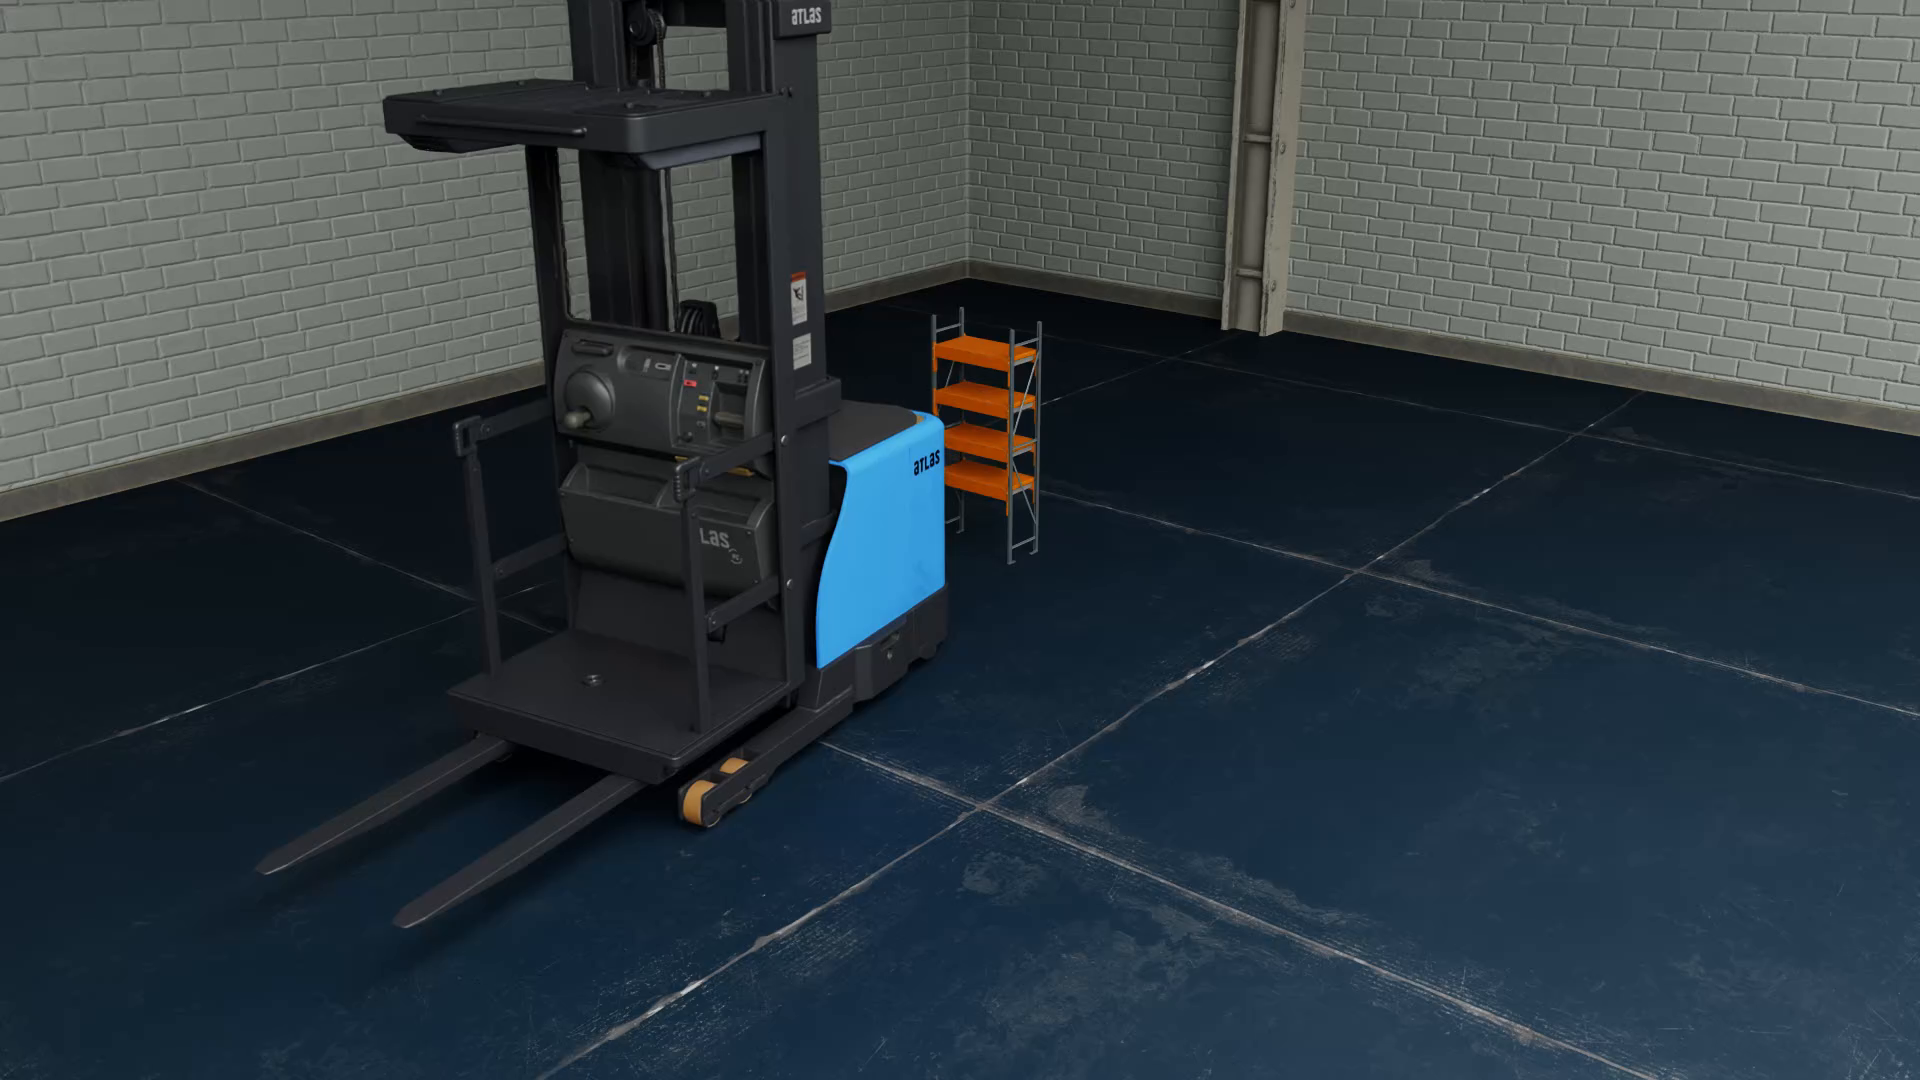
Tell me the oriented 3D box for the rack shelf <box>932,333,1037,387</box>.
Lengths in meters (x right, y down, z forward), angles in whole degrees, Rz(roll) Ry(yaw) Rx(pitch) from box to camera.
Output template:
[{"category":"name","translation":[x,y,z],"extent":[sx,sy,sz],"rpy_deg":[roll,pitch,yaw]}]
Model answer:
[{"category":"rack shelf","translation":[0.128,-0.892,8.220],"extent":[0.480,0.148,0.258],"rpy_deg":[16,26,36]}]

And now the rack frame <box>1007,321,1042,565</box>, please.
[{"category":"rack frame","translation":[0.317,-0.470,8.214],"extent":[0.015,1.200,0.240],"rpy_deg":[16,26,36]}]

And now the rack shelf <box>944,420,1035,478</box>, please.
[{"category":"rack shelf","translation":[0.128,-0.462,8.382],"extent":[0.480,0.148,0.258],"rpy_deg":[16,26,36]}]

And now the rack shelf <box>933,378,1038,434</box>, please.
[{"category":"rack shelf","translation":[0.128,-0.671,8.303],"extent":[0.480,0.148,0.258],"rpy_deg":[16,26,36]}]

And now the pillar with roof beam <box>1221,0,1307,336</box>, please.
[{"category":"pillar with roof beam","translation":[-0.427,-4.690,8.352],"extent":[0.400,9.000,9.100],"rpy_deg":[16,26,36]}]

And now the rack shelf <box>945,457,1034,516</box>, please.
[{"category":"rack shelf","translation":[0.128,-0.276,8.452],"extent":[0.480,0.148,0.258],"rpy_deg":[16,26,36]}]

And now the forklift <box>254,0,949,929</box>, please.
[{"category":"forklift","translation":[-1.209,-0.527,5.912],"extent":[1.130,2.935,3.031],"rpy_deg":[11,23,27]}]

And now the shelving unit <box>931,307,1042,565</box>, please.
[{"category":"shelving unit","translation":[0.128,-0.524,8.359],"extent":[0.503,1.200,0.258],"rpy_deg":[16,26,36]}]

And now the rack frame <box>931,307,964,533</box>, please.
[{"category":"rack frame","translation":[-0.061,-0.579,8.503],"extent":[0.015,1.200,0.240],"rpy_deg":[16,26,36]}]
